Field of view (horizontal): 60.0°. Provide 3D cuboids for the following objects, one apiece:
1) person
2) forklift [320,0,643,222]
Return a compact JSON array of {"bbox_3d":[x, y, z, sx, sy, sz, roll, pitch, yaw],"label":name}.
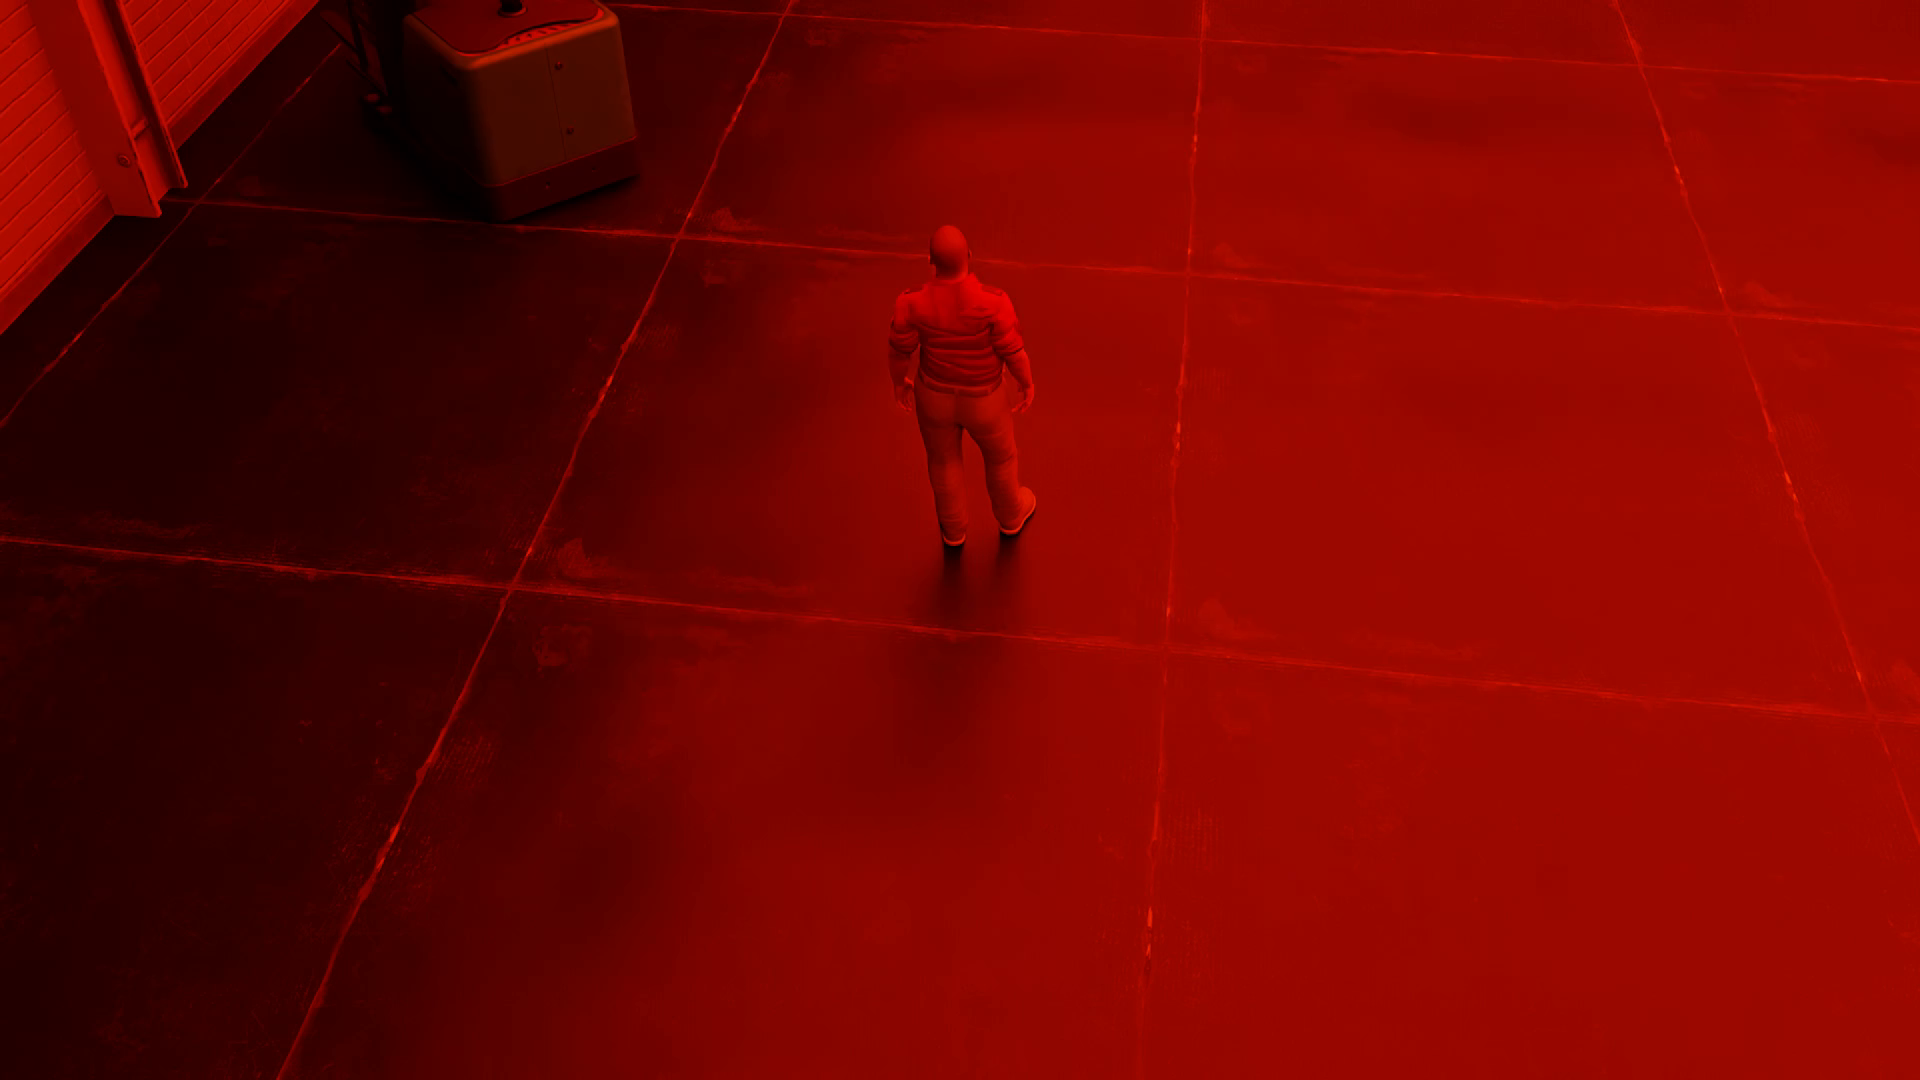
[{"bbox_3d":[0.024,-0.701,7.366,0.640,1.727,0.551,5,43,6],"label":"person"},{"bbox_3d":[-3.258,-3.906,9.977,1.130,2.935,3.031,-28,49,-27],"label":"forklift"}]
